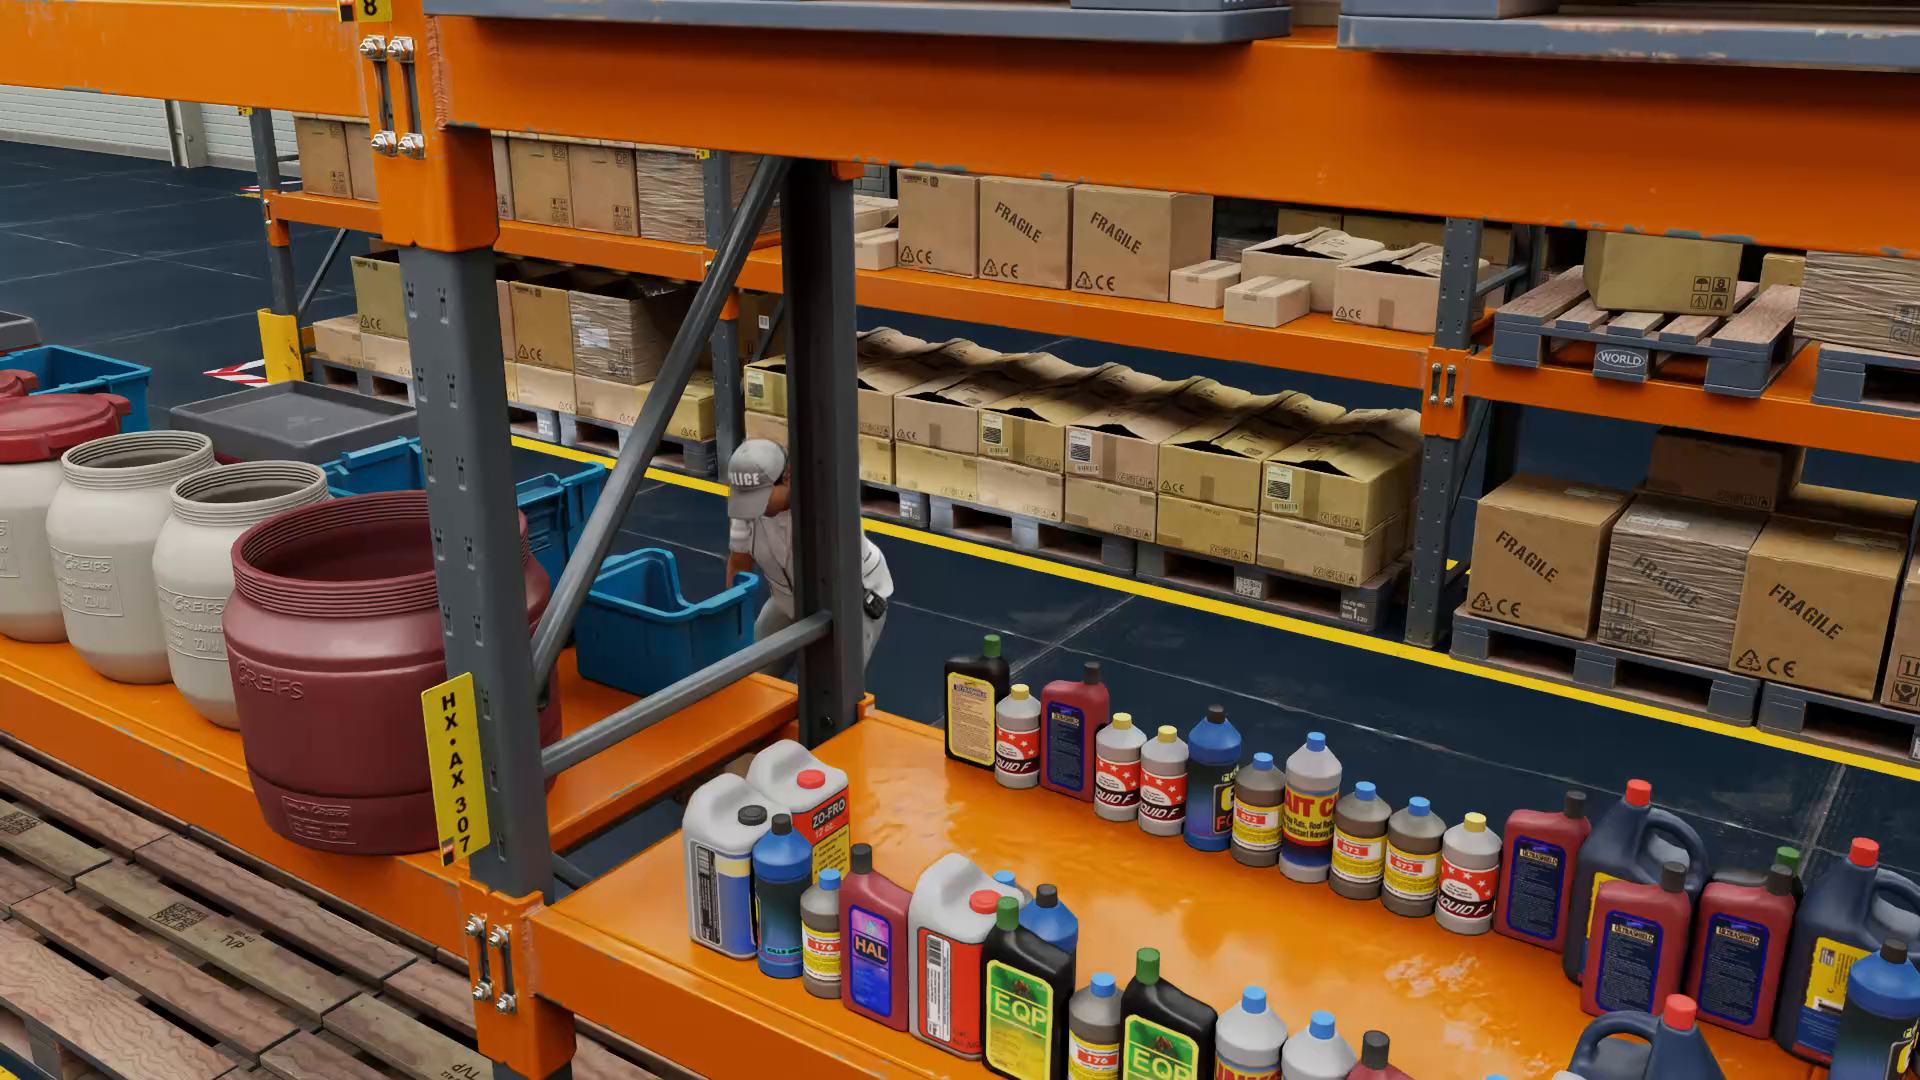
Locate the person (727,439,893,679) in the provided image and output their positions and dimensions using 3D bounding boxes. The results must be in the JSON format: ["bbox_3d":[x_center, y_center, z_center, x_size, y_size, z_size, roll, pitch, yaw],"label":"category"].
[{"bbox_3d":[-0.523,0.281,5.690,0.533,1.406,0.709,13,24,32],"label":"person"}]
